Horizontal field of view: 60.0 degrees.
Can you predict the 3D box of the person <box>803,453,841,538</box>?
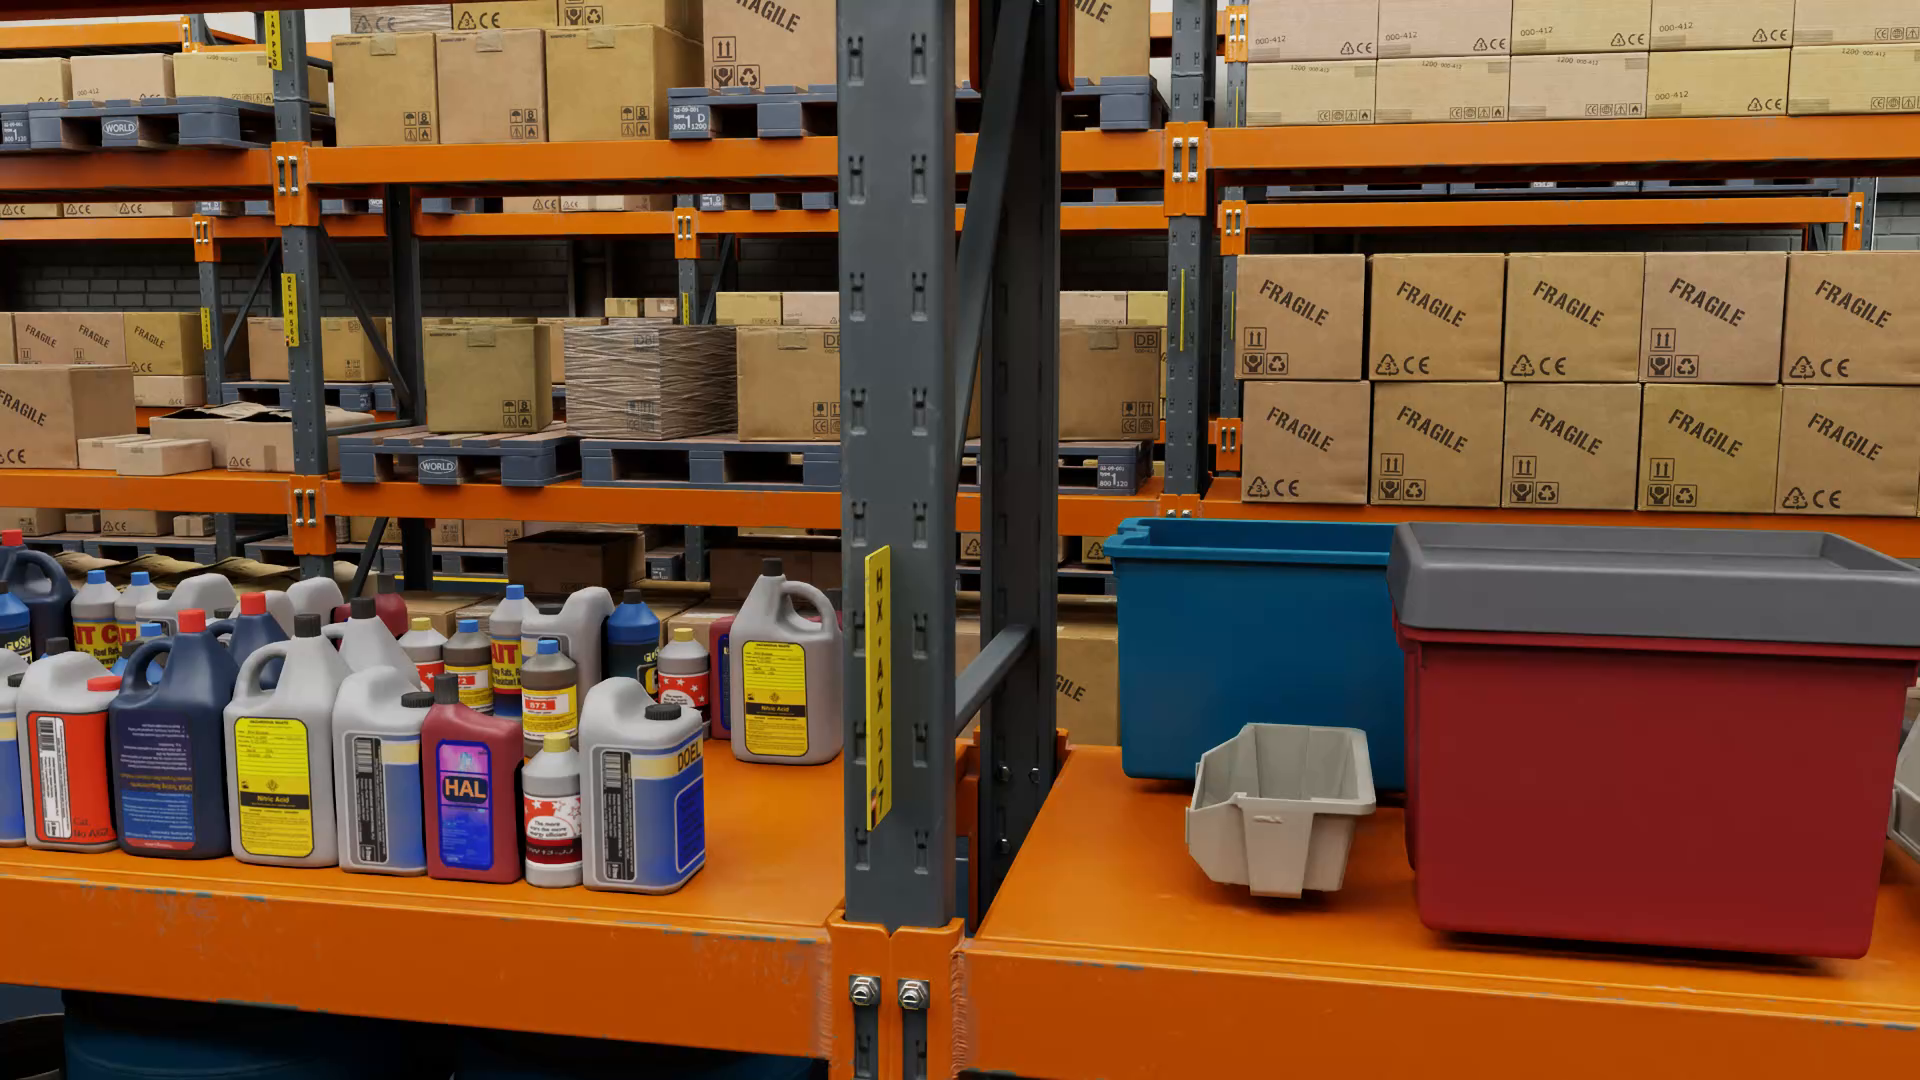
[{"bbox_3d":[-0.649,-0.110,9.780,0.539,1.746,0.511,2,8,12],"label":"person"}]
